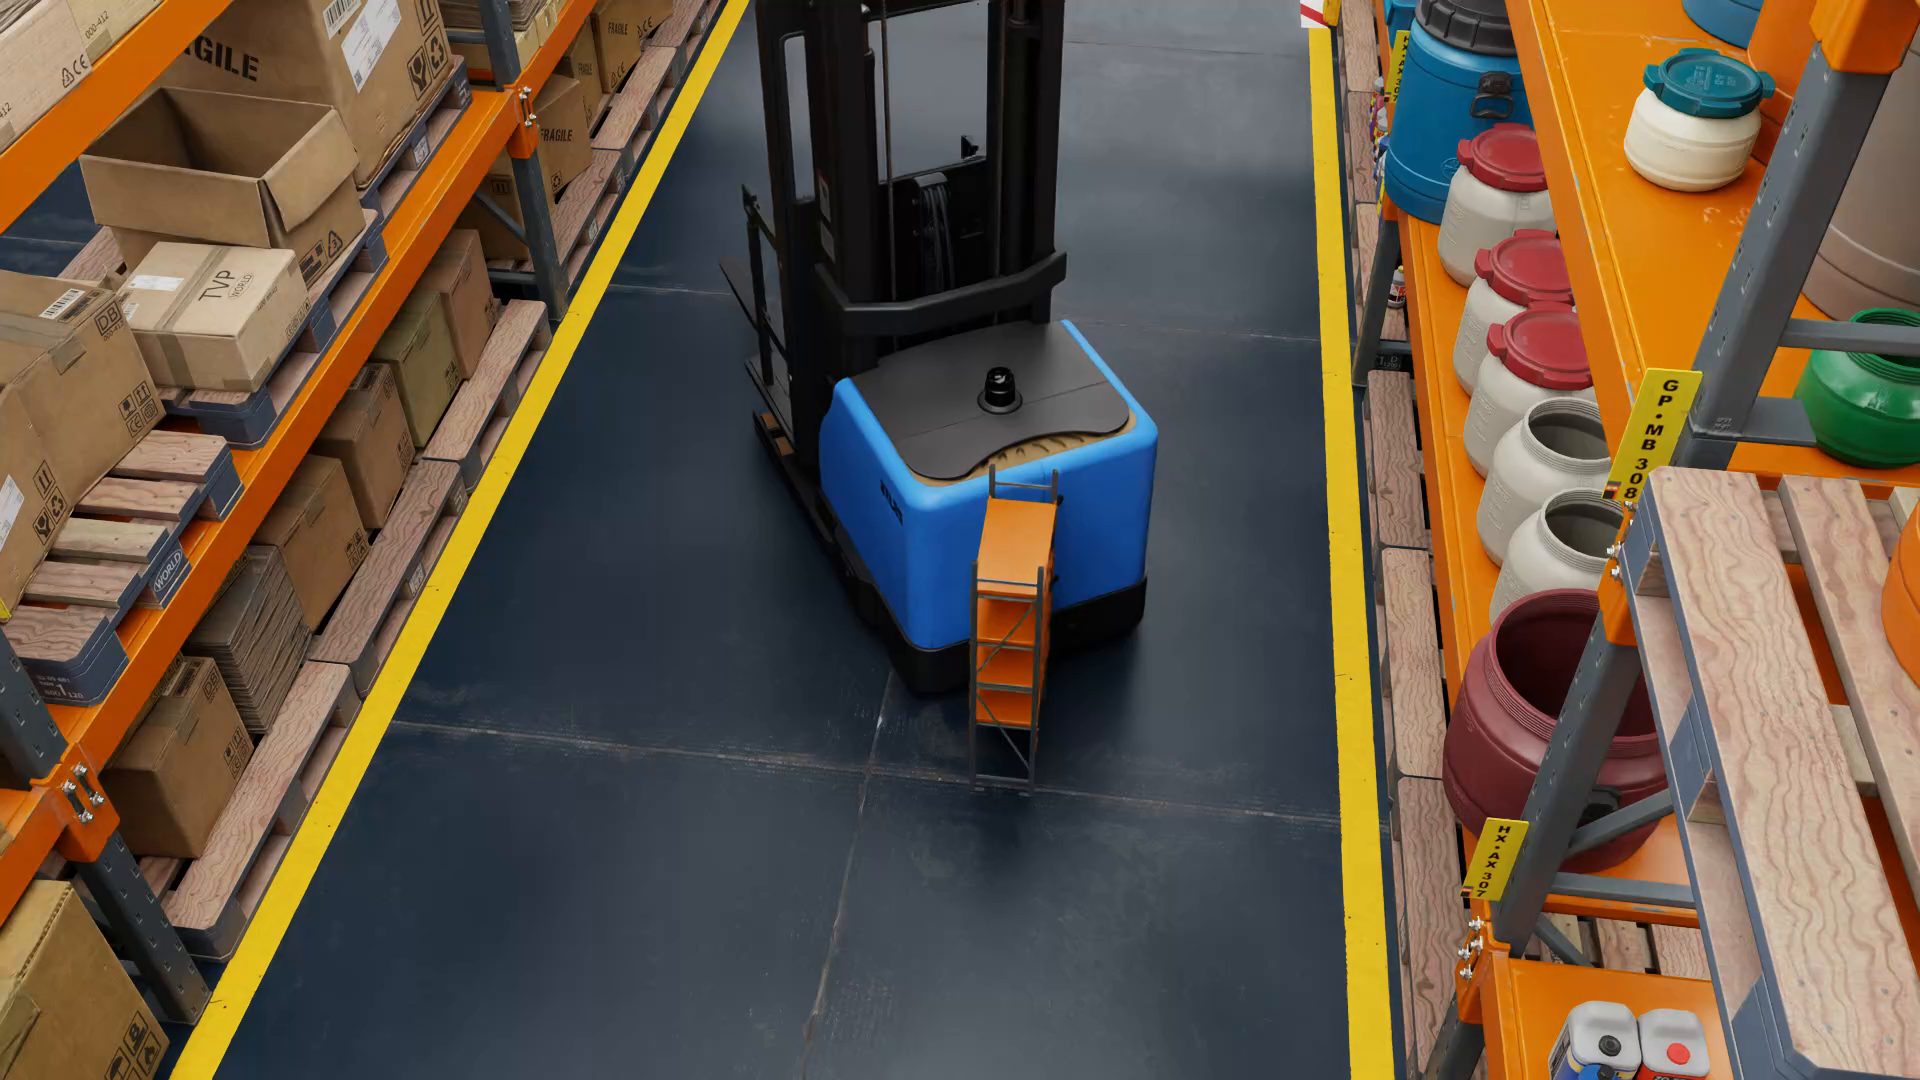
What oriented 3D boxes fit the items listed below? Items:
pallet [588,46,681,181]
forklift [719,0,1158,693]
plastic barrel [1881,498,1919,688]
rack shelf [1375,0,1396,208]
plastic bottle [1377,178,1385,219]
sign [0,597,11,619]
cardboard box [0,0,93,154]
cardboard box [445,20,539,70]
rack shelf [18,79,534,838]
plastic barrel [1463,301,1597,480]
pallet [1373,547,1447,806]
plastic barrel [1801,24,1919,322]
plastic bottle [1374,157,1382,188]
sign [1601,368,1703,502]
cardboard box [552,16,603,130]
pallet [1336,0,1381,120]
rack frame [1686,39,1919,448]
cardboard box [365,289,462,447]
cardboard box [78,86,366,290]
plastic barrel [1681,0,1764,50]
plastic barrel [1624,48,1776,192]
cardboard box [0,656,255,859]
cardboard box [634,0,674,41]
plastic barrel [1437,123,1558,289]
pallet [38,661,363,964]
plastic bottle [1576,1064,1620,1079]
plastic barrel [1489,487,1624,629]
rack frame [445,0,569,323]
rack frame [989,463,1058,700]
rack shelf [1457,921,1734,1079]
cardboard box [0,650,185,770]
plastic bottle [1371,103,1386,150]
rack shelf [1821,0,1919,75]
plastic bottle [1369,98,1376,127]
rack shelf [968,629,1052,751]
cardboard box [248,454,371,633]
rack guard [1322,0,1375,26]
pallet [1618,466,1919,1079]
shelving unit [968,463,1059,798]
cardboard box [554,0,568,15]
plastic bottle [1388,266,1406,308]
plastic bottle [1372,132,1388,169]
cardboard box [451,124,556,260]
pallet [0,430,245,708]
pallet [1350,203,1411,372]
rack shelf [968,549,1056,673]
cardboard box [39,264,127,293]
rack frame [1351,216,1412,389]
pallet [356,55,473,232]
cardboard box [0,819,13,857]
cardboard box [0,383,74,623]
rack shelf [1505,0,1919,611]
[{"bbox_3d":[-2.296,-2.558,9.820,1.003,0.211,1.213,5,44,6],"label":"pallet"},{"bbox_3d":[-0.304,-1.485,6.709,1.130,2.935,3.031,-17,46,-17],"label":"forklift"},{"bbox_3d":[1.794,-0.111,2.408,0.600,0.830,0.708,5,44,6],"label":"plastic barrel"},{"bbox_3d":[2.665,-2.928,8.706,1.077,0.370,4.000,5,44,6],"label":"rack shelf"},{"bbox_3d":[2.268,-1.840,8.640,0.144,0.351,0.185,5,44,5],"label":"plastic bottle"},{"bbox_3d":[-2.487,0.078,4.166,0.100,0.325,0.005,5,44,6],"label":"sign"},{"bbox_3d":[-2.655,-1.232,4.319,0.500,0.250,0.500,6,44,7],"label":"cardboard box"},{"bbox_3d":[-2.182,-2.304,7.706,0.380,0.149,0.250,5,44,6],"label":"cardboard box"},{"bbox_3d":[-2.773,-0.652,6.302,1.077,0.370,4.000,5,44,6],"label":"rack shelf"},{"bbox_3d":[1.902,-0.448,5.465,0.433,0.535,0.433,0,43,0],"label":"plastic barrel"},{"bbox_3d":[2.176,0.559,6.528,1.003,0.211,1.213,5,44,6],"label":"pallet"},{"bbox_3d":[2.195,-0.911,3.506,0.600,0.901,0.600,0,43,0],"label":"plastic barrel"},{"bbox_3d":[2.282,-1.979,8.896,0.097,0.201,0.097,0,43,0],"label":"plastic bottle"},{"bbox_3d":[1.325,-0.196,3.192,0.100,0.325,0.005,5,44,6],"label":"sign"},{"bbox_3d":[-2.344,-2.611,9.361,0.500,0.500,0.500,2,43,2],"label":"cardboard box"},{"bbox_3d":[2.853,-2.930,10.213,1.003,0.211,1.213,5,44,6],"label":"pallet"},{"bbox_3d":[1.872,-1.278,2.077,1.000,3.000,0.127,5,44,6],"label":"rack frame"},{"bbox_3d":[-2.693,-0.788,7.421,0.700,0.500,0.500,5,44,5],"label":"cardboard box"},{"bbox_3d":[-2.647,-1.276,6.058,0.797,0.503,0.637,9,44,10],"label":"cardboard box"},{"bbox_3d":[2.376,-1.839,4.487,0.600,0.901,0.708,5,44,6],"label":"plastic barrel"},{"bbox_3d":[1.808,-1.027,4.094,0.301,0.262,0.301,0,43,0],"label":"plastic barrel"},{"bbox_3d":[-2.969,0.740,5.807,0.700,0.500,0.500,3,44,3],"label":"cardboard box"},{"bbox_3d":[-2.124,-3.412,10.207,0.500,0.500,0.500,16,46,16],"label":"cardboard box"},{"bbox_3d":[2.057,-1.243,6.304,0.433,0.535,0.433,0,43,0],"label":"plastic barrel"},{"bbox_3d":[-2.933,0.930,6.136,1.003,0.211,1.213,5,44,6],"label":"pallet"},{"bbox_3d":[1.452,1.289,3.823,0.097,0.271,0.097,0,43,0],"label":"plastic bottle"},{"bbox_3d":[1.796,0.139,4.862,0.421,0.512,0.421,0,43,0],"label":"plastic barrel"},{"bbox_3d":[-2.509,-2.276,7.494,1.000,3.000,0.127,5,44,6],"label":"rack frame"},{"bbox_3d":[0.223,0.184,6.205,0.240,1.200,0.015,5,44,6],"label":"rack frame"},{"bbox_3d":[1.607,2.525,2.947,1.077,0.370,4.000,5,44,6],"label":"rack shelf"},{"bbox_3d":[-2.979,0.466,5.551,0.500,0.250,0.500,7,44,7],"label":"cardboard box"},{"bbox_3d":[2.335,-2.280,9.163,0.097,0.271,0.097,0,43,0],"label":"plastic bottle"},{"bbox_3d":[1.607,0.491,1.022,1.077,0.370,4.000,5,44,6],"label":"rack shelf"},{"bbox_3d":[2.367,-2.418,9.359,0.097,0.201,0.097,0,43,0],"label":"plastic bottle"},{"bbox_3d":[0.190,0.543,6.213,0.258,0.148,0.480,5,44,6],"label":"rack shelf"},{"bbox_3d":[-2.840,-0.027,6.617,0.700,0.500,0.500,9,44,9],"label":"cardboard box"},{"bbox_3d":[2.966,-3.588,10.698,1.175,0.500,0.348,5,44,6],"label":"rack guard"},{"bbox_3d":[1.674,0.392,2.632,1.003,0.211,1.213,5,44,6],"label":"pallet"},{"bbox_3d":[0.190,0.350,6.030,0.258,1.200,0.503,5,44,6],"label":"shelving unit"},{"bbox_3d":[-2.131,-2.646,8.068,0.380,0.149,0.250,5,44,6],"label":"cardboard box"},{"bbox_3d":[2.140,-1.245,8.121,0.097,0.201,0.097,0,43,0],"label":"plastic bottle"},{"bbox_3d":[2.309,-2.119,9.044,0.097,0.201,0.097,0,43,0],"label":"plastic bottle"},{"bbox_3d":[-2.416,-1.790,8.493,0.500,0.500,0.500,4,44,4],"label":"cardboard box"},{"bbox_3d":[-3.049,0.024,5.204,1.213,0.211,1.003,5,44,6],"label":"pallet"},{"bbox_3d":[2.531,-1.267,8.457,1.003,0.211,1.213,5,44,6],"label":"pallet"},{"bbox_3d":[0.190,0.237,5.922,0.258,0.148,0.480,5,44,6],"label":"rack shelf"},{"bbox_3d":[-3.085,-0.815,5.743,0.396,0.266,0.258,4,44,4],"label":"cardboard box"},{"bbox_3d":[2.401,-1.826,7.019,1.000,3.000,0.127,5,44,6],"label":"rack frame"},{"bbox_3d":[-2.754,-1.699,7.024,1.003,0.211,1.213,5,44,6],"label":"pallet"},{"bbox_3d":[-2.857,0.773,4.202,0.500,0.500,0.500,6,44,7],"label":"cardboard box"},{"bbox_3d":[-3.006,-0.110,4.829,0.500,0.500,0.500,0,43,0],"label":"cardboard box"},{"bbox_3d":[2.136,-1.291,4.795,1.077,0.370,4.000,5,44,6],"label":"rack shelf"}]
